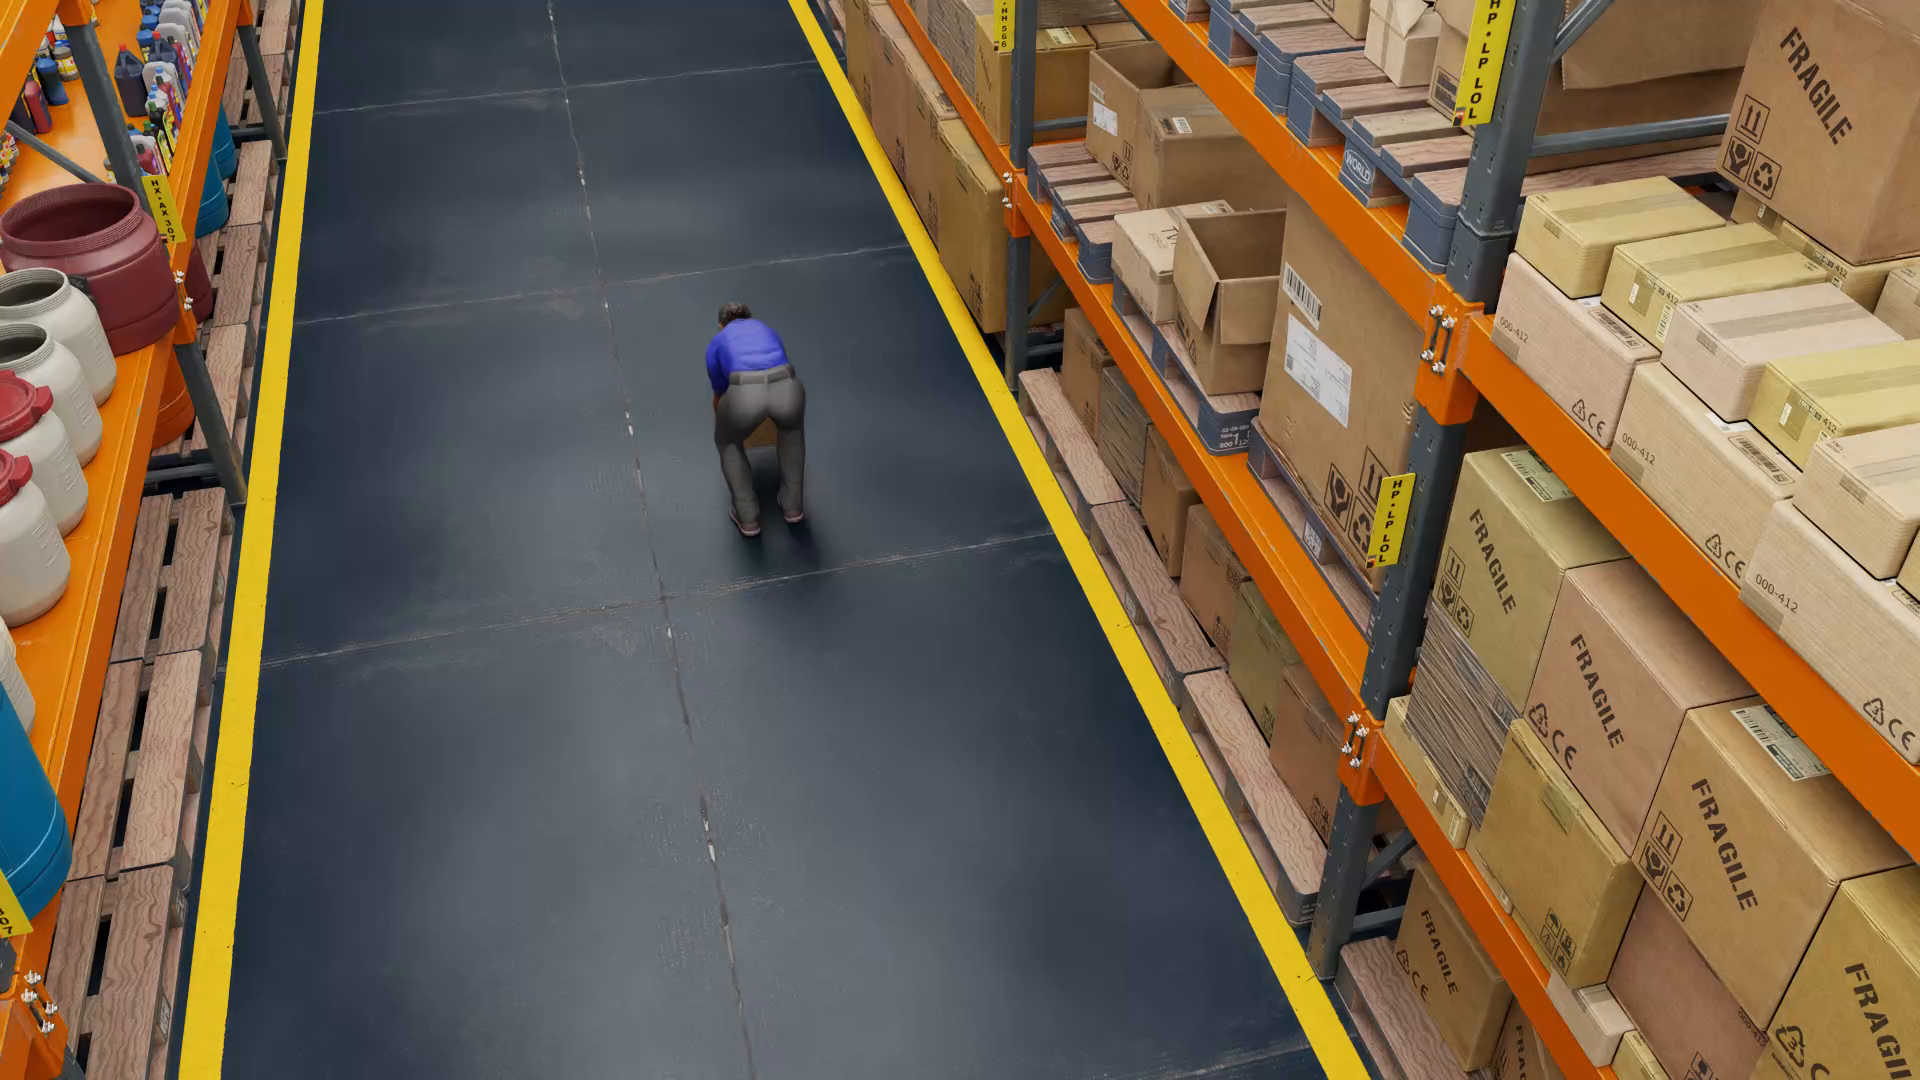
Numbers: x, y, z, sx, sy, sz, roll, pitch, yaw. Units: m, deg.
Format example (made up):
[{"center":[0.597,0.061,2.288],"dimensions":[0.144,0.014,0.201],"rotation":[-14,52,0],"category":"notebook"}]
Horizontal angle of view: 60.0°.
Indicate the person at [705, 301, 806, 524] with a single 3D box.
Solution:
[{"center":[-0.991,-0.631,8.010],"dimensions":[0.434,0.899,0.877],"rotation":[-11,40,-14],"category":"person"}]
